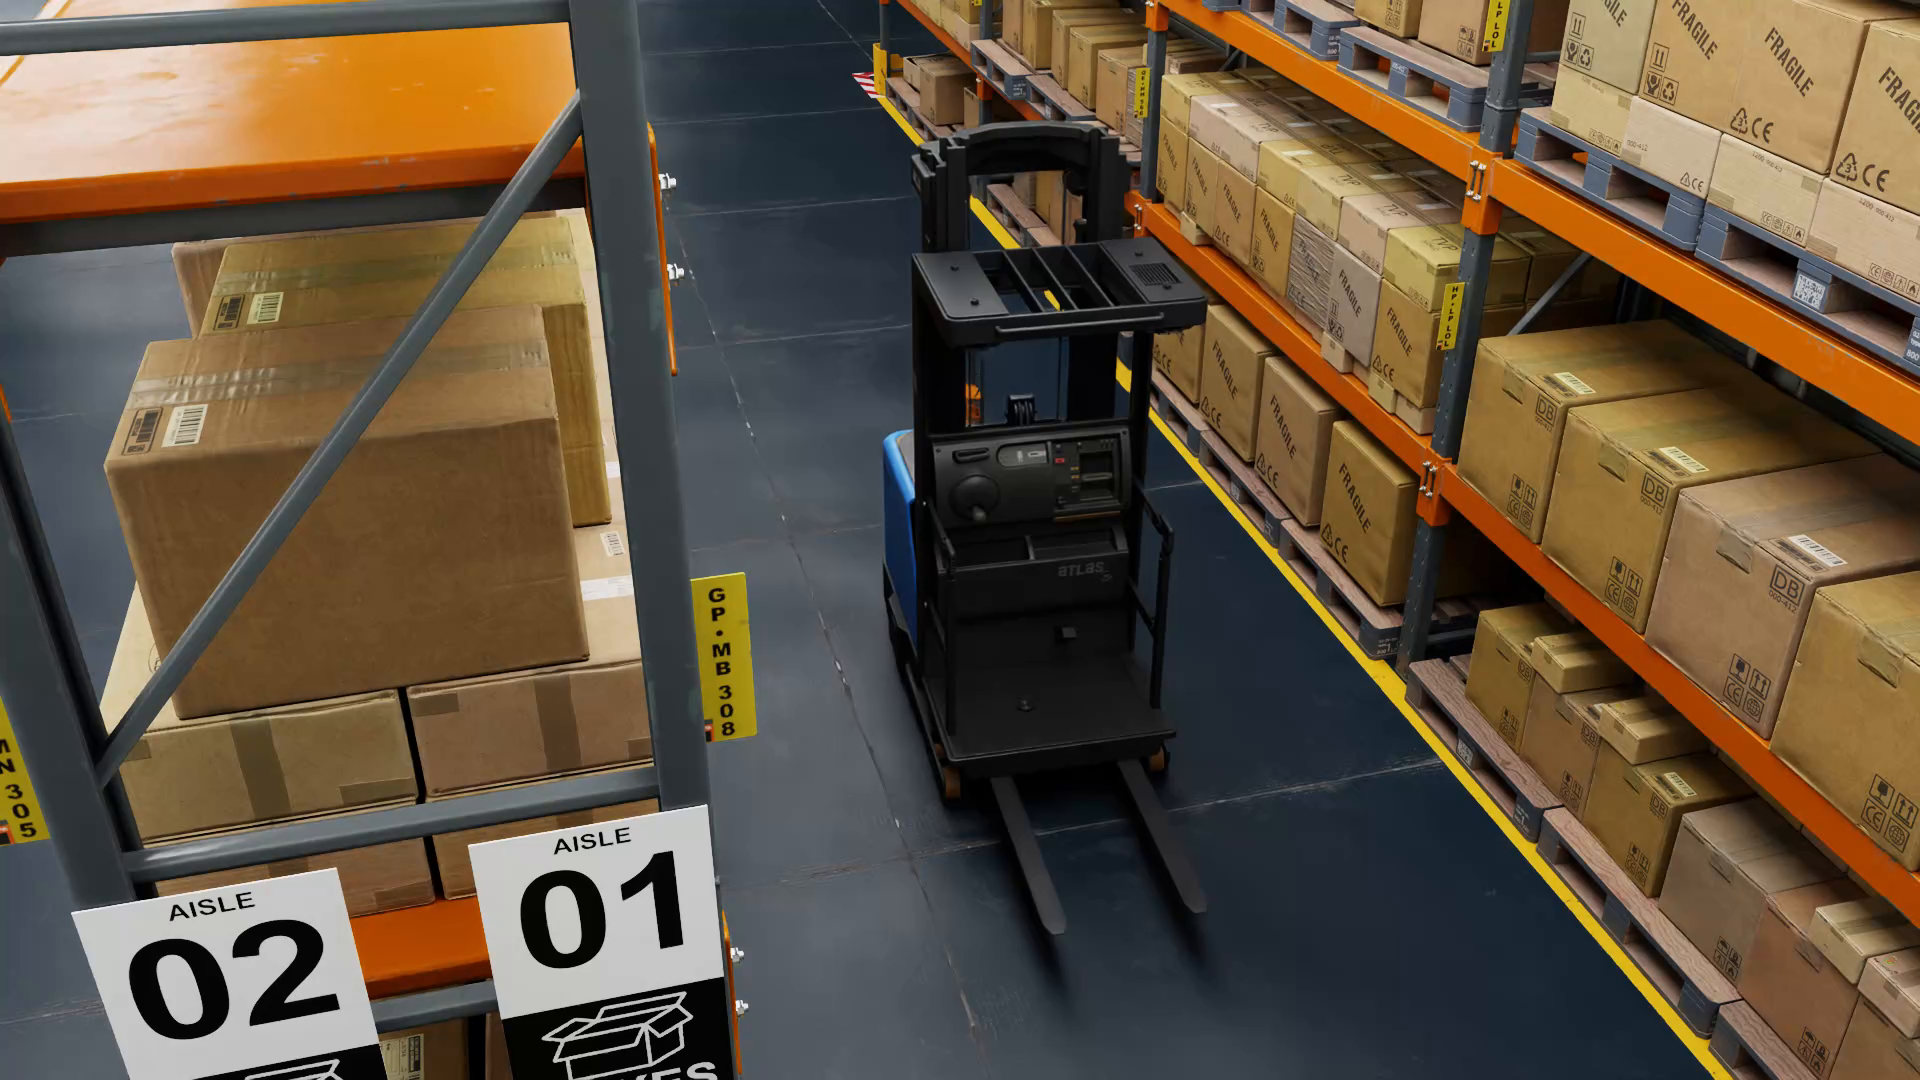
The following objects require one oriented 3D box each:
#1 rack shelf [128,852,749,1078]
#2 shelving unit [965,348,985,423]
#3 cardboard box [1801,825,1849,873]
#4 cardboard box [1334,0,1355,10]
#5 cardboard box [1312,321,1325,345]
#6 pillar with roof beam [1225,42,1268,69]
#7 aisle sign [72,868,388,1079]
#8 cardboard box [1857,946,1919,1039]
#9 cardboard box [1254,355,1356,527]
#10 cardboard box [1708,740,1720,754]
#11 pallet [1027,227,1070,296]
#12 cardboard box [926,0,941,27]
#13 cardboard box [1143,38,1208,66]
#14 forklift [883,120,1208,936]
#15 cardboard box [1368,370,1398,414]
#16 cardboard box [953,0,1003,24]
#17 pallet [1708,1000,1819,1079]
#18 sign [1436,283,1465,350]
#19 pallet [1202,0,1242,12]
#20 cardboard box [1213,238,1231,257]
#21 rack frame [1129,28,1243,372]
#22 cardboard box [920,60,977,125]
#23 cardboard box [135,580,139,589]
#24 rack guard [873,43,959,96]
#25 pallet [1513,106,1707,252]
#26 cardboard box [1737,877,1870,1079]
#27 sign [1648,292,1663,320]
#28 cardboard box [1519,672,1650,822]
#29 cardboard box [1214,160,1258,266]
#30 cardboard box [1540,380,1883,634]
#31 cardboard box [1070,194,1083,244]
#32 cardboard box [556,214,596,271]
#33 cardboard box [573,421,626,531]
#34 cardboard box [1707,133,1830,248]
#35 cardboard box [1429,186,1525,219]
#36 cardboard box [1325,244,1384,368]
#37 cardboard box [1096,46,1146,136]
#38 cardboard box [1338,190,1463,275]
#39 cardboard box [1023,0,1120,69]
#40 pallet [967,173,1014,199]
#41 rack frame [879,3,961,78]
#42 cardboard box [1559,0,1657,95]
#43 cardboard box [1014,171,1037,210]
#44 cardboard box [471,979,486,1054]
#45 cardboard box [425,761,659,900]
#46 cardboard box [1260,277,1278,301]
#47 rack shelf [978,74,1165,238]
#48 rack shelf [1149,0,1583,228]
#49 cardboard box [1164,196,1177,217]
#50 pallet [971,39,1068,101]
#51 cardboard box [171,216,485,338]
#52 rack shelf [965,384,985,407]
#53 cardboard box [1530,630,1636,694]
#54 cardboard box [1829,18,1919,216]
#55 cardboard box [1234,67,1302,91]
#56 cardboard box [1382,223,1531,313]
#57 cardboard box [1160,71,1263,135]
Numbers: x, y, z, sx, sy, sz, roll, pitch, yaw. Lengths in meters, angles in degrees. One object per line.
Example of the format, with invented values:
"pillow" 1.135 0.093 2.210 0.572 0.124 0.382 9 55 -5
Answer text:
"rack shelf" -1.452 -0.004 4.717 1.077 0.370 4.000 -8 31 -13
"shelving unit" -0.004 -0.526 9.693 0.258 1.200 0.189 -8 31 -13
"cardboard box" 3.529 1.129 6.465 0.380 0.149 0.250 -7 31 -13
"cardboard box" 2.384 -3.125 8.853 0.700 0.500 0.500 -8 31 -13
"cardboard box" 2.187 -1.165 9.231 0.380 0.149 0.250 -8 31 -13
"pillar with roof beam" -1.931 -5.342 10.227 9.100 9.000 0.400 -8 31 -13
"aisle sign" -1.198 0.898 2.841 0.394 0.787 0.004 -8 31 -13
"cardboard box" 3.362 1.546 5.745 0.380 0.149 0.250 -8 31 -14
"cardboard box" 2.256 -0.620 9.785 0.750 0.750 0.750 -7 31 -12
"cardboard box" 3.324 0.758 7.105 0.380 0.149 0.250 -8 31 -13
"pallet" 1.205 -2.334 13.803 1.003 0.211 1.213 -8 31 -13
"cardboard box" -0.021 -5.122 15.965 0.500 0.250 0.500 -8 31 -14
"cardboard box" 1.511 -3.406 11.684 0.380 0.149 0.250 -13 33 -22
"forklift" 0.383 -0.246 7.479 1.130 2.935 3.031 -6 31 -10
"cardboard box" 2.340 -0.787 8.578 0.380 0.149 0.250 -7 31 -12
"cardboard box" 0.246 -4.962 14.942 0.500 0.500 0.500 -8 31 -13
"pallet" 3.567 2.120 6.108 1.003 0.211 1.213 -8 31 -13
"sign" 2.272 -1.033 7.695 0.100 0.325 0.005 -8 31 -13
"pallet" 1.953 -3.488 10.206 1.213 0.211 1.003 -6 31 -11
"cardboard box" 1.828 -1.918 10.531 0.380 0.149 0.250 -8 31 -14
"rack frame" 1.731 -2.575 11.436 1.000 3.000 0.127 -8 31 -13
"cardboard box" 0.002 -4.565 16.930 0.700 0.500 0.500 -10 31 -16
"cardboard box" -1.436 0.044 3.567 0.500 0.250 0.500 -8 31 -13
"rack guard" -0.372 -5.320 18.674 1.175 0.500 0.348 -8 31 -13
"pallet" 3.000 -1.506 6.684 1.003 0.211 1.213 -8 31 -13
"cardboard box" 3.439 1.622 6.260 0.700 0.500 0.500 -8 31 -13
"sign" 3.327 -1.127 7.990 0.100 0.325 0.005 -8 31 -13
"cardboard box" 3.022 0.875 7.551 0.700 0.500 0.500 -8 31 -14
"cardboard box" 1.874 -1.993 10.013 0.500 0.500 0.500 -8 31 -13
"cardboard box" 3.109 -0.156 6.956 0.980 0.700 0.700 -9 31 -15
"cardboard box" 1.306 -2.525 13.405 0.700 0.500 0.500 -8 31 -14
"cardboard box" -1.332 -0.750 4.939 0.500 0.250 0.500 -8 31 -13
"cardboard box" -0.932 -0.026 3.687 0.500 0.250 0.500 -8 31 -13
"cardboard box" 2.987 -1.238 5.762 0.500 0.250 0.500 -9 31 -15
"cardboard box" 2.776 -1.657 8.684 0.500 0.250 0.500 -7 31 -13
"cardboard box" 2.282 -1.258 8.744 0.500 0.500 0.500 -8 31 -13
"cardboard box" 1.422 -3.301 12.150 0.700 0.500 0.500 -11 32 -18
"cardboard box" 2.295 -1.588 8.565 0.500 0.250 0.500 -7 31 -12
"cardboard box" 0.913 -4.219 13.738 0.700 0.500 0.500 -5 30 -8
"pallet" 0.457 -3.620 16.024 1.003 0.211 1.213 -8 31 -13
"rack frame" -0.393 -6.439 18.111 1.000 3.000 0.127 -8 31 -13
"cardboard box" 2.711 -2.044 6.407 0.500 0.500 0.500 -8 31 -14
"cardboard box" 0.881 -3.262 14.679 0.700 0.500 0.500 -7 31 -12
"cardboard box" -1.439 1.051 4.073 0.500 0.500 0.500 -7 31 -12
"cardboard box" -0.812 0.434 3.392 0.500 0.250 0.500 -8 31 -13
"cardboard box" 2.013 -1.546 9.888 0.380 0.149 0.250 -8 31 -13
"rack shelf" 1.200 -3.230 13.285 1.077 0.370 4.000 -8 31 -13
"rack shelf" 2.262 -2.596 9.196 1.077 0.370 4.000 -8 31 -13
"cardboard box" 1.595 -2.285 11.166 0.380 0.149 0.250 -8 31 -14
"pallet" 0.732 -4.035 14.150 1.003 0.211 1.213 -8 31 -13
"cardboard box" -1.360 -0.551 3.846 0.700 0.500 0.500 -8 31 -13
"rack shelf" -0.004 -0.799 9.535 0.258 0.103 0.180 -8 31 -13
"cardboard box" 2.807 0.541 7.481 0.380 0.149 0.250 -7 31 -12
"cardboard box" 3.128 -1.305 5.130 0.500 0.500 0.500 -9 31 -15
"cardboard box" 2.101 -2.896 10.824 0.500 0.250 0.500 -7 31 -12
"cardboard box" 2.422 -1.340 8.136 0.500 0.250 0.500 -7 31 -12
"cardboard box" 1.610 -2.813 10.681 0.500 0.250 0.500 -7 31 -12
